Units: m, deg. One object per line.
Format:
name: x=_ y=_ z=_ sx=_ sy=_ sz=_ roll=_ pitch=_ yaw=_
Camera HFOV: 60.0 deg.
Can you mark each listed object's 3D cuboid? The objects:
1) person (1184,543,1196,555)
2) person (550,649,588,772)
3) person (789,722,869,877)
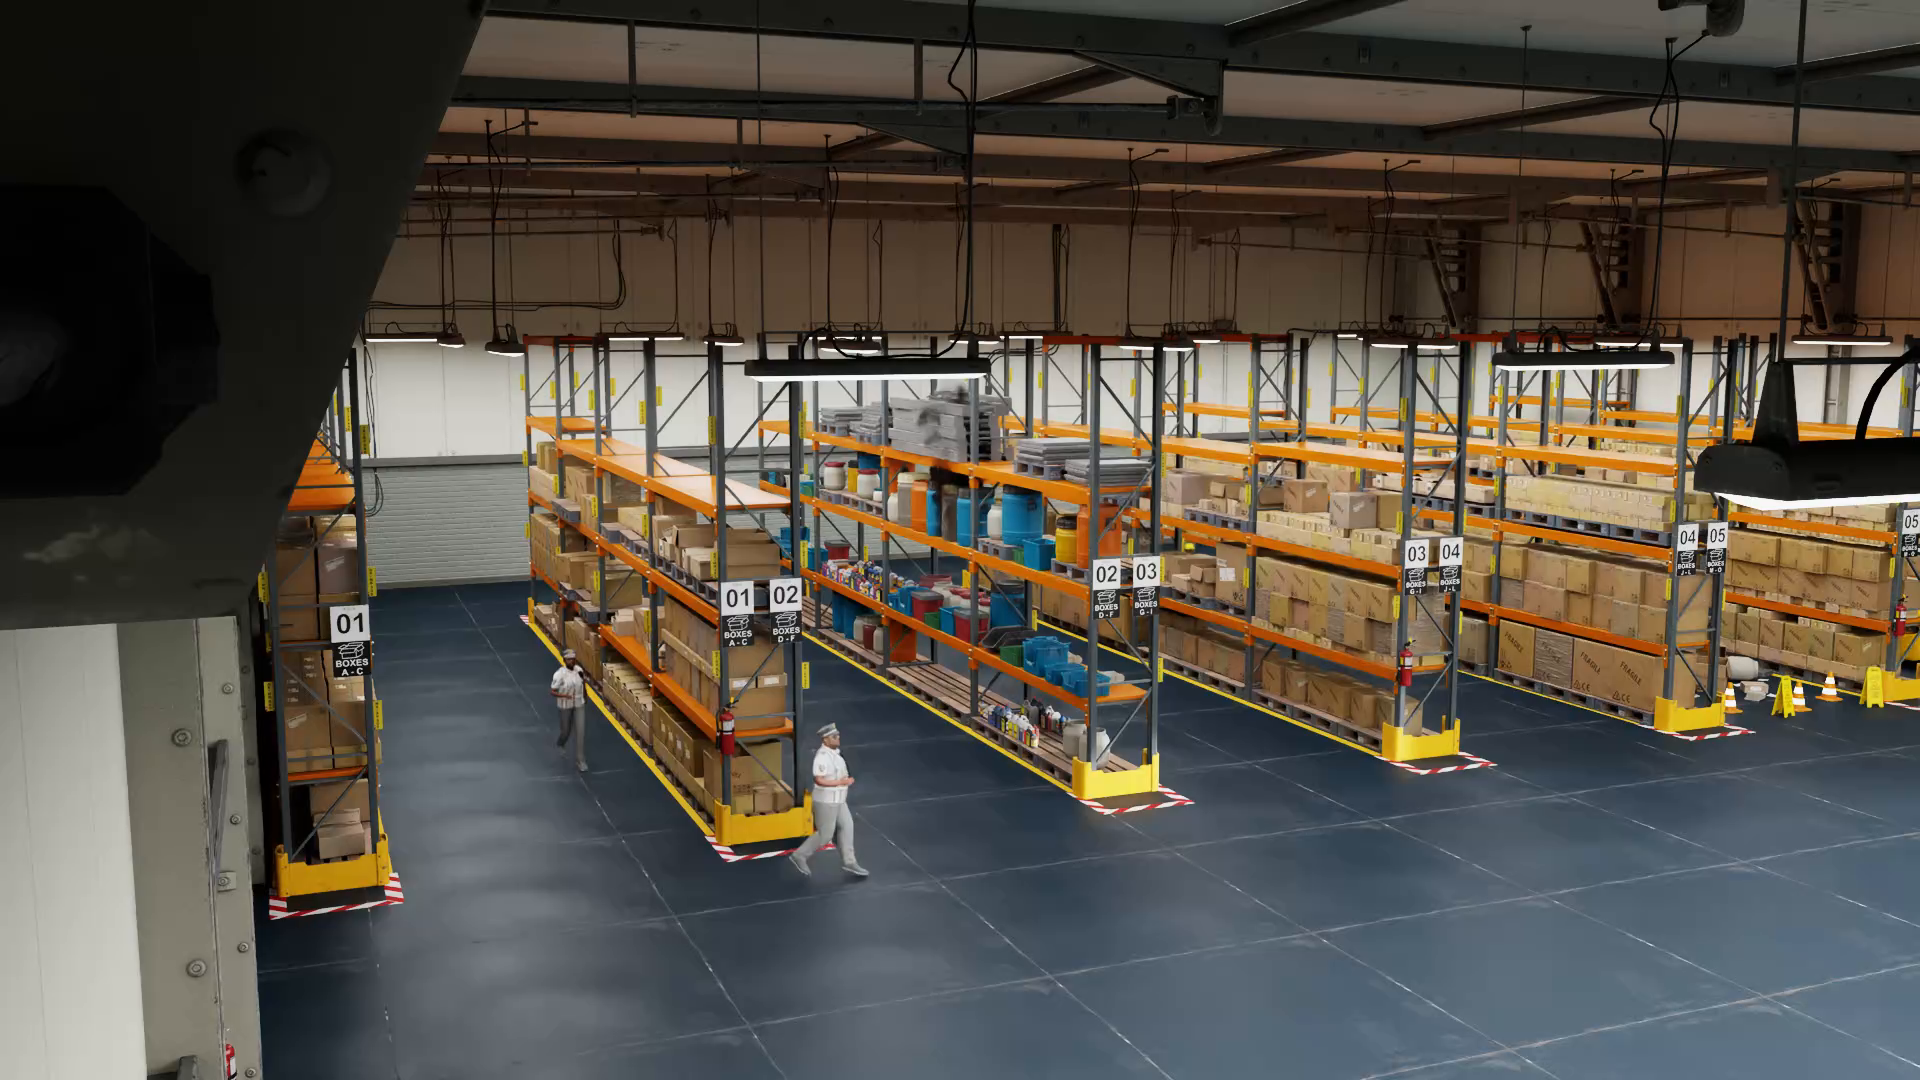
person: x=4.655 y=0.918 z=33.945 sx=0.701 sy=1.750 sz=0.981 roll=-3 pitch=8 yaw=-24
person: x=-5.505 y=2.362 z=23.529 sx=0.581 sy=1.699 sz=0.920 roll=-5 pitch=9 yaw=-31
person: x=-1.492 y=2.943 z=18.839 sx=0.907 sy=1.802 sz=0.689 roll=0 pitch=8 yaw=2
